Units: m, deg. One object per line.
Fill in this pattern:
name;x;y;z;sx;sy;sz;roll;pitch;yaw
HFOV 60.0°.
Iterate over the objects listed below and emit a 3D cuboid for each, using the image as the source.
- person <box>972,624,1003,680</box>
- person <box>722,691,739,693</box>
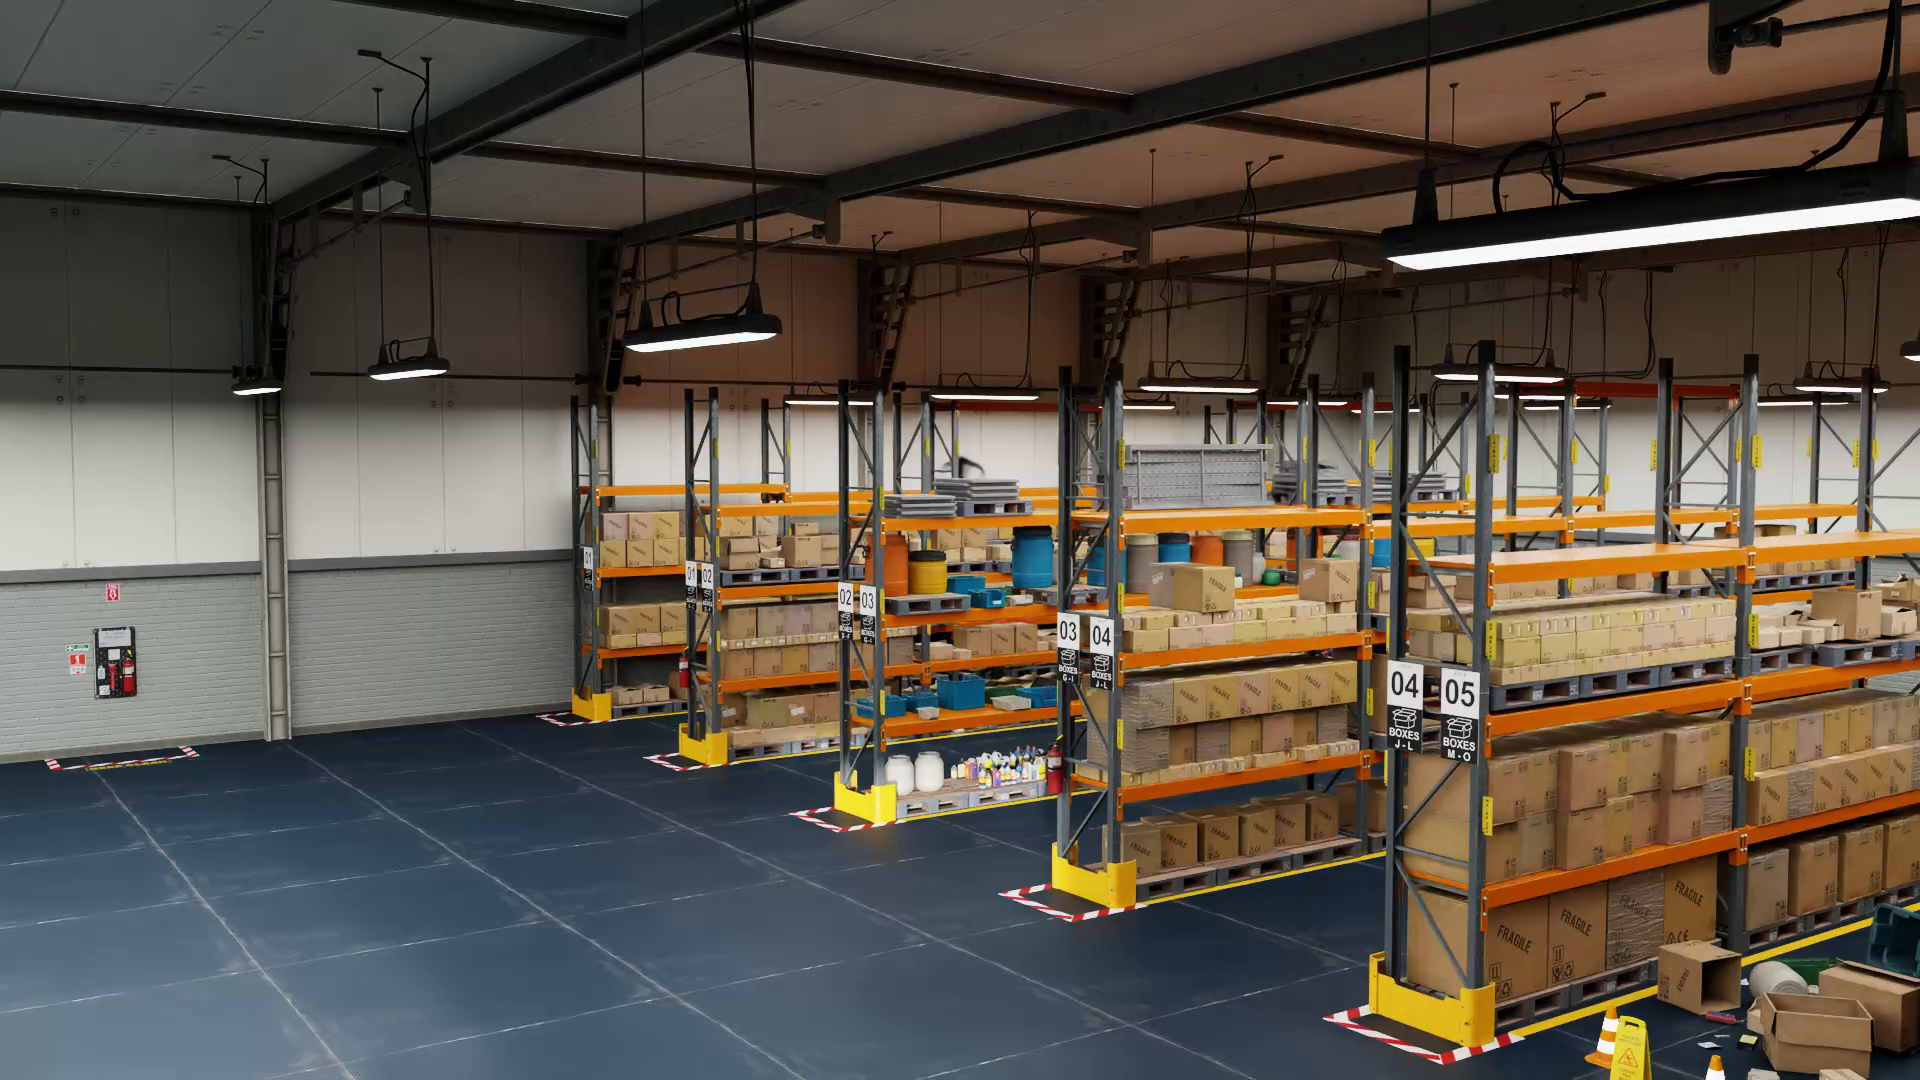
person;0.645;2.420;32.381;1.121;1.607;0.679;-2;4;-25
person;-4.144;2.552;29.335;0.782;1.664;0.651;-3;5;-41
